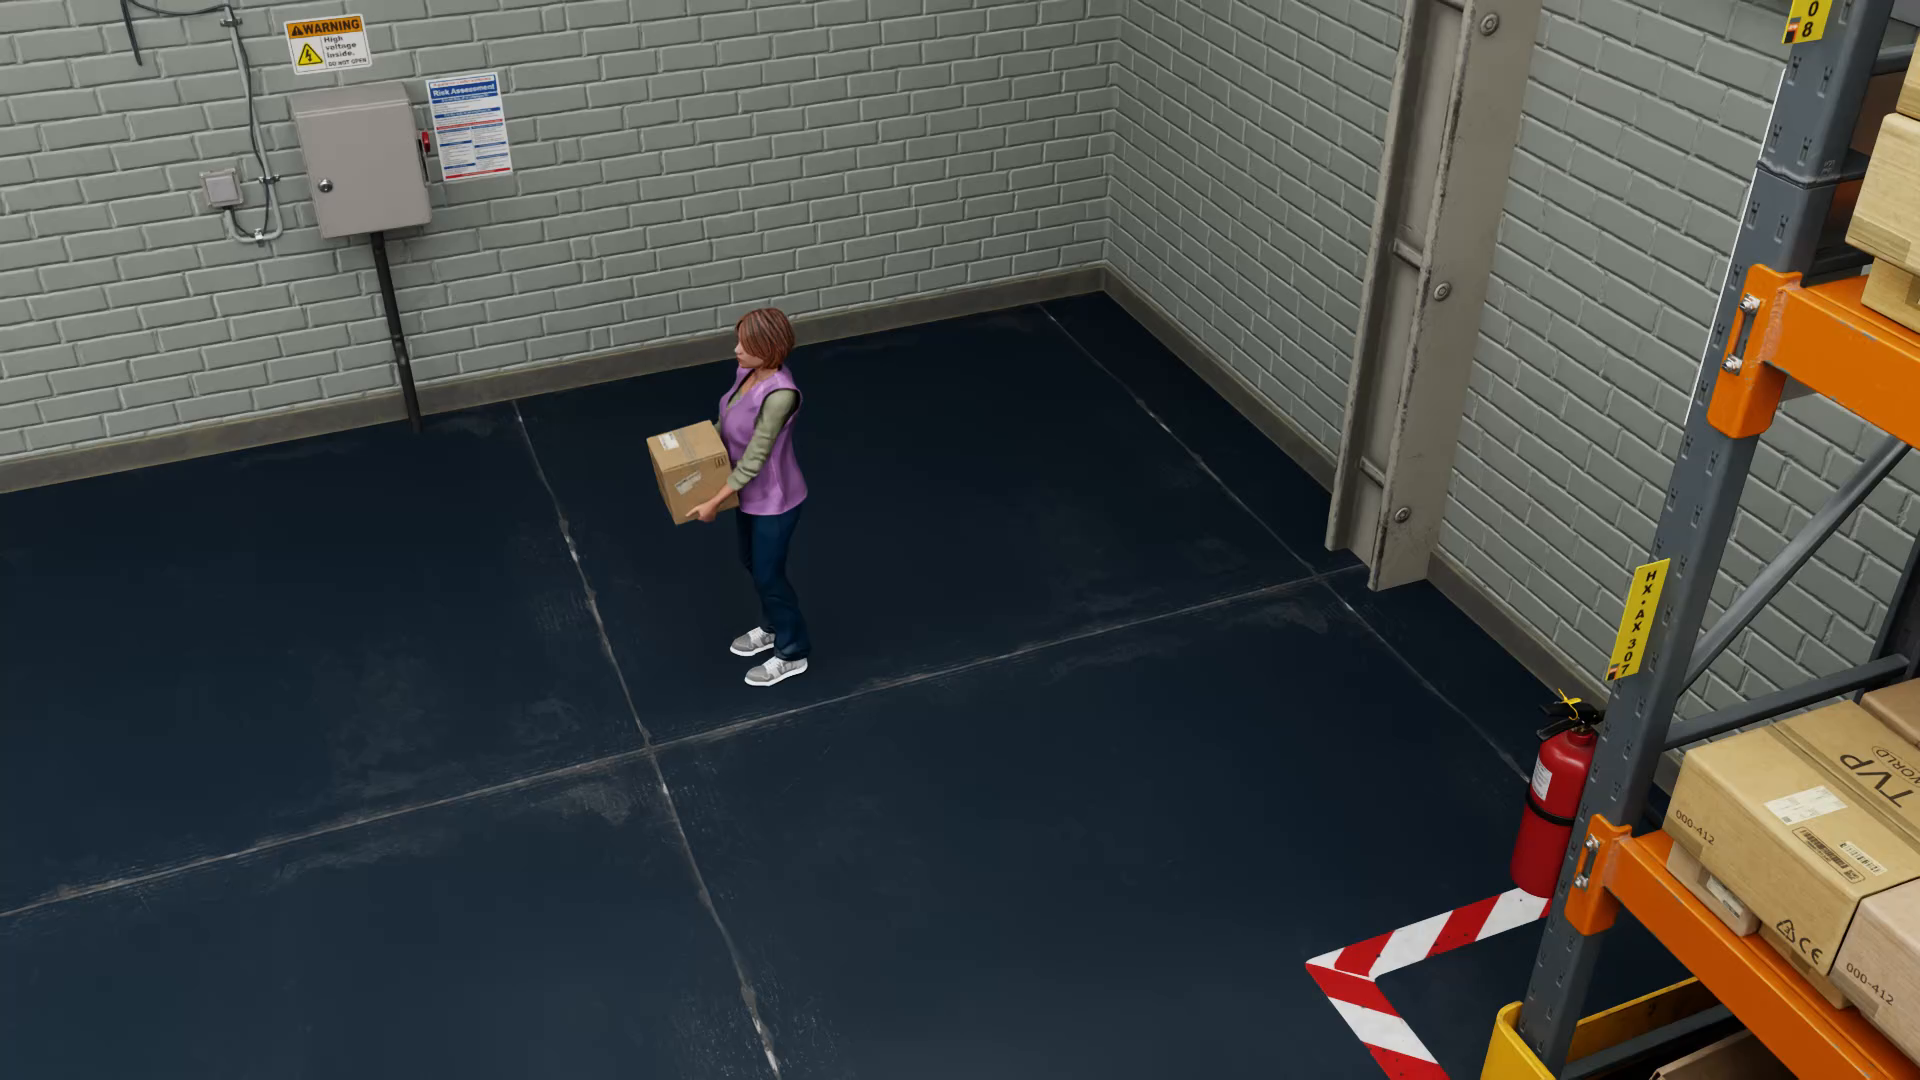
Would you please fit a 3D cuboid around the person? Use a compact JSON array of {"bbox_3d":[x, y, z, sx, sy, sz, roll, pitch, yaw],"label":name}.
[{"bbox_3d":[-0.834,-0.147,6.375,0.494,1.594,0.404,-13,36,-18],"label":"person"}]
